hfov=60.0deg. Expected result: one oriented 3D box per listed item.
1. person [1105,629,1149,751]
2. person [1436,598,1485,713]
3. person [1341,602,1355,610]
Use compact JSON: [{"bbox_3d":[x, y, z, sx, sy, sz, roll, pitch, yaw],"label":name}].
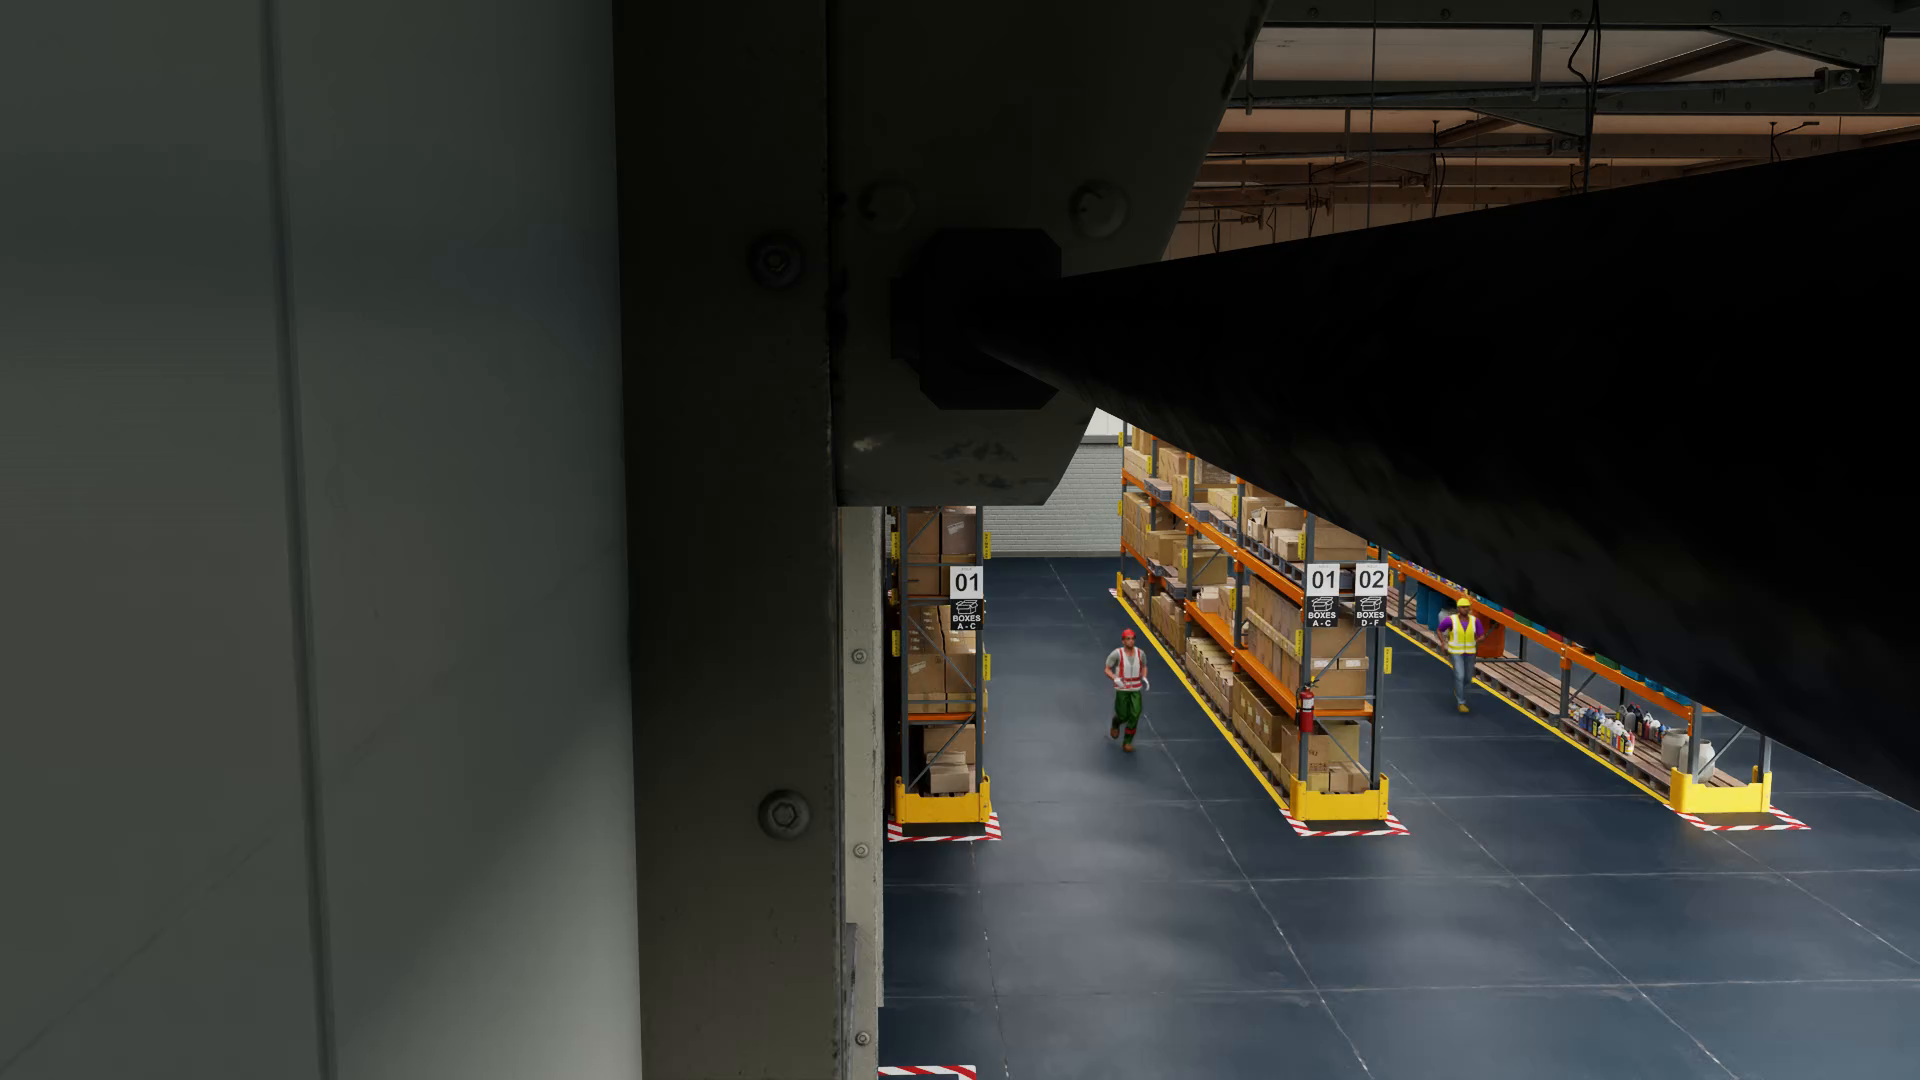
[{"bbox_3d":[2.393,2.103,23.819,0.651,1.689,0.645,-2,8,-13],"label":"person"},{"bbox_3d":[7.896,1.780,26.166,0.710,1.747,0.968,0,8,-1],"label":"person"},{"bbox_3d":[6.839,1.307,29.738,0.692,1.731,0.599,-1,8,-5],"label":"person"}]
